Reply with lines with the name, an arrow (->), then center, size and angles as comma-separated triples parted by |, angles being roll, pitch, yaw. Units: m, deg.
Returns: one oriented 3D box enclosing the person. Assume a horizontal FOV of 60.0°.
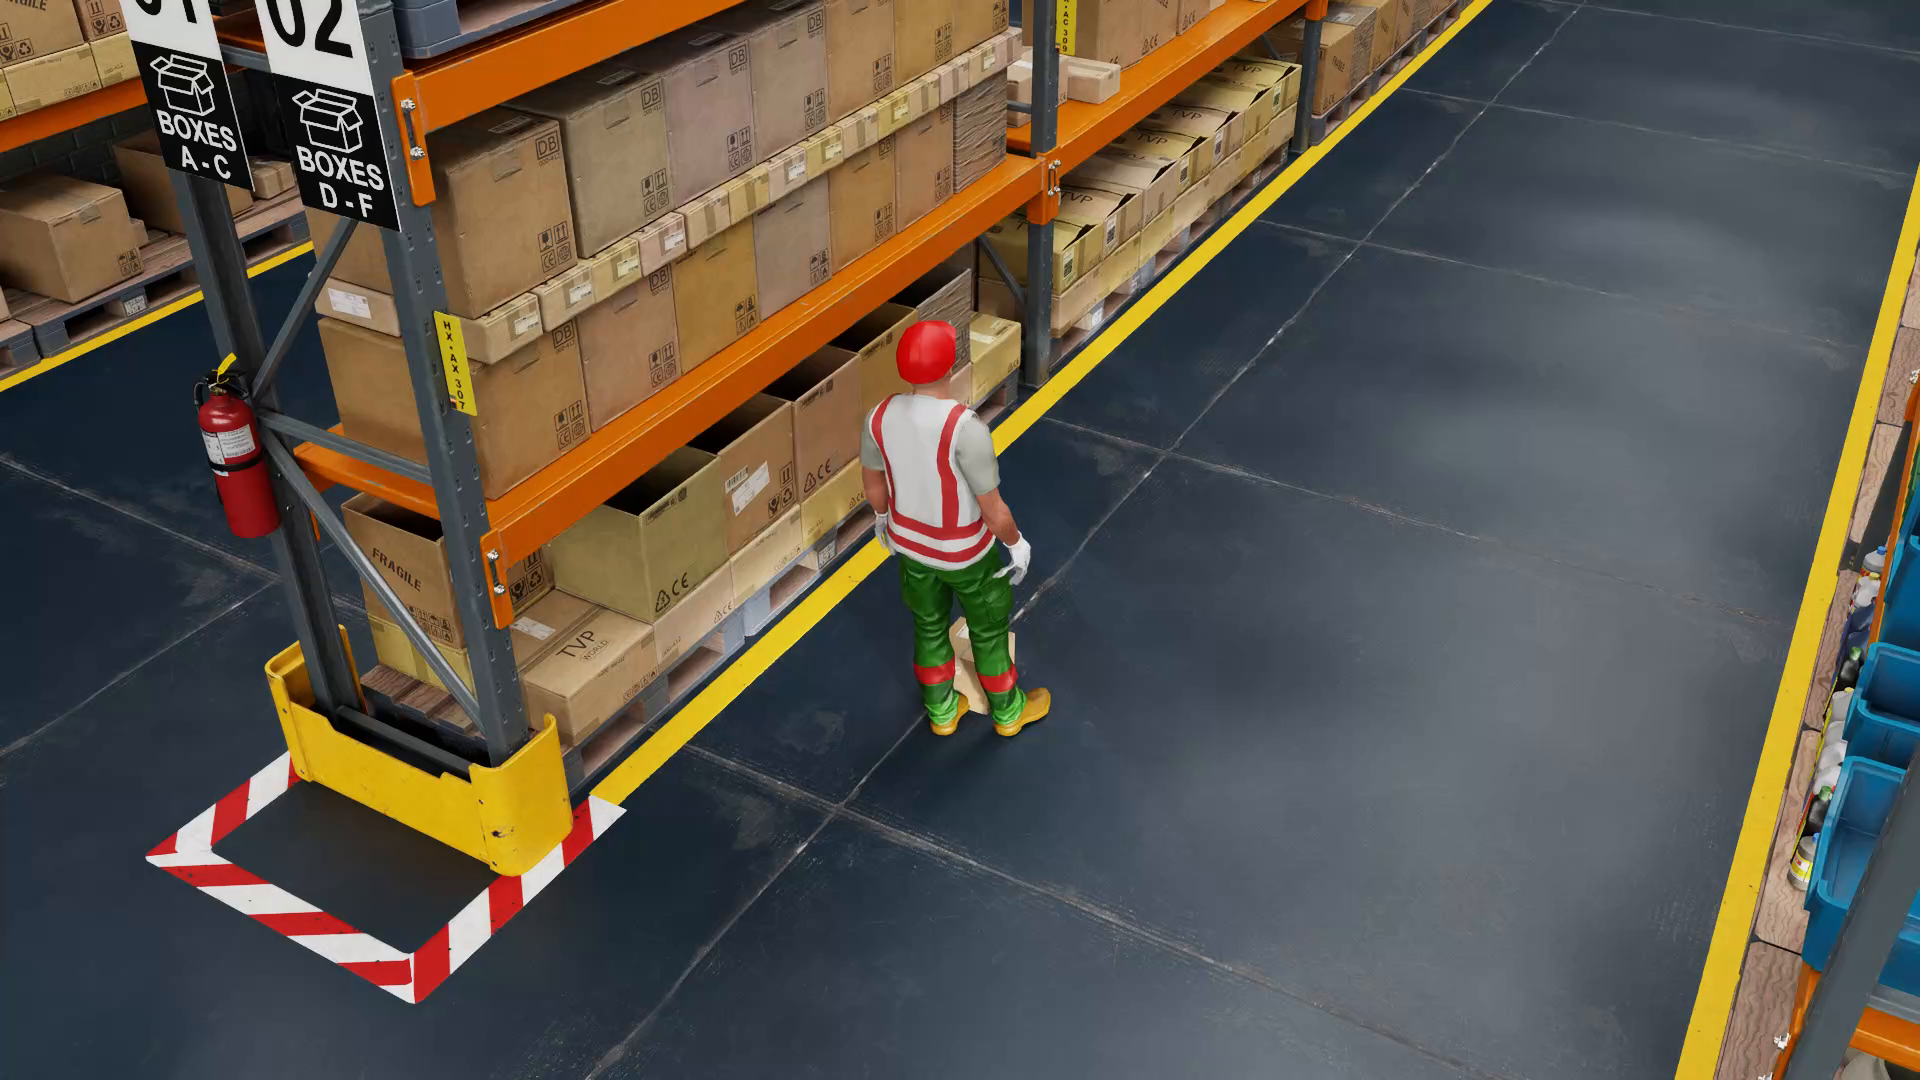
person -> -0.011, -0.034, 6.154 | 0.638, 1.787, 0.564 | 18, 38, 24
